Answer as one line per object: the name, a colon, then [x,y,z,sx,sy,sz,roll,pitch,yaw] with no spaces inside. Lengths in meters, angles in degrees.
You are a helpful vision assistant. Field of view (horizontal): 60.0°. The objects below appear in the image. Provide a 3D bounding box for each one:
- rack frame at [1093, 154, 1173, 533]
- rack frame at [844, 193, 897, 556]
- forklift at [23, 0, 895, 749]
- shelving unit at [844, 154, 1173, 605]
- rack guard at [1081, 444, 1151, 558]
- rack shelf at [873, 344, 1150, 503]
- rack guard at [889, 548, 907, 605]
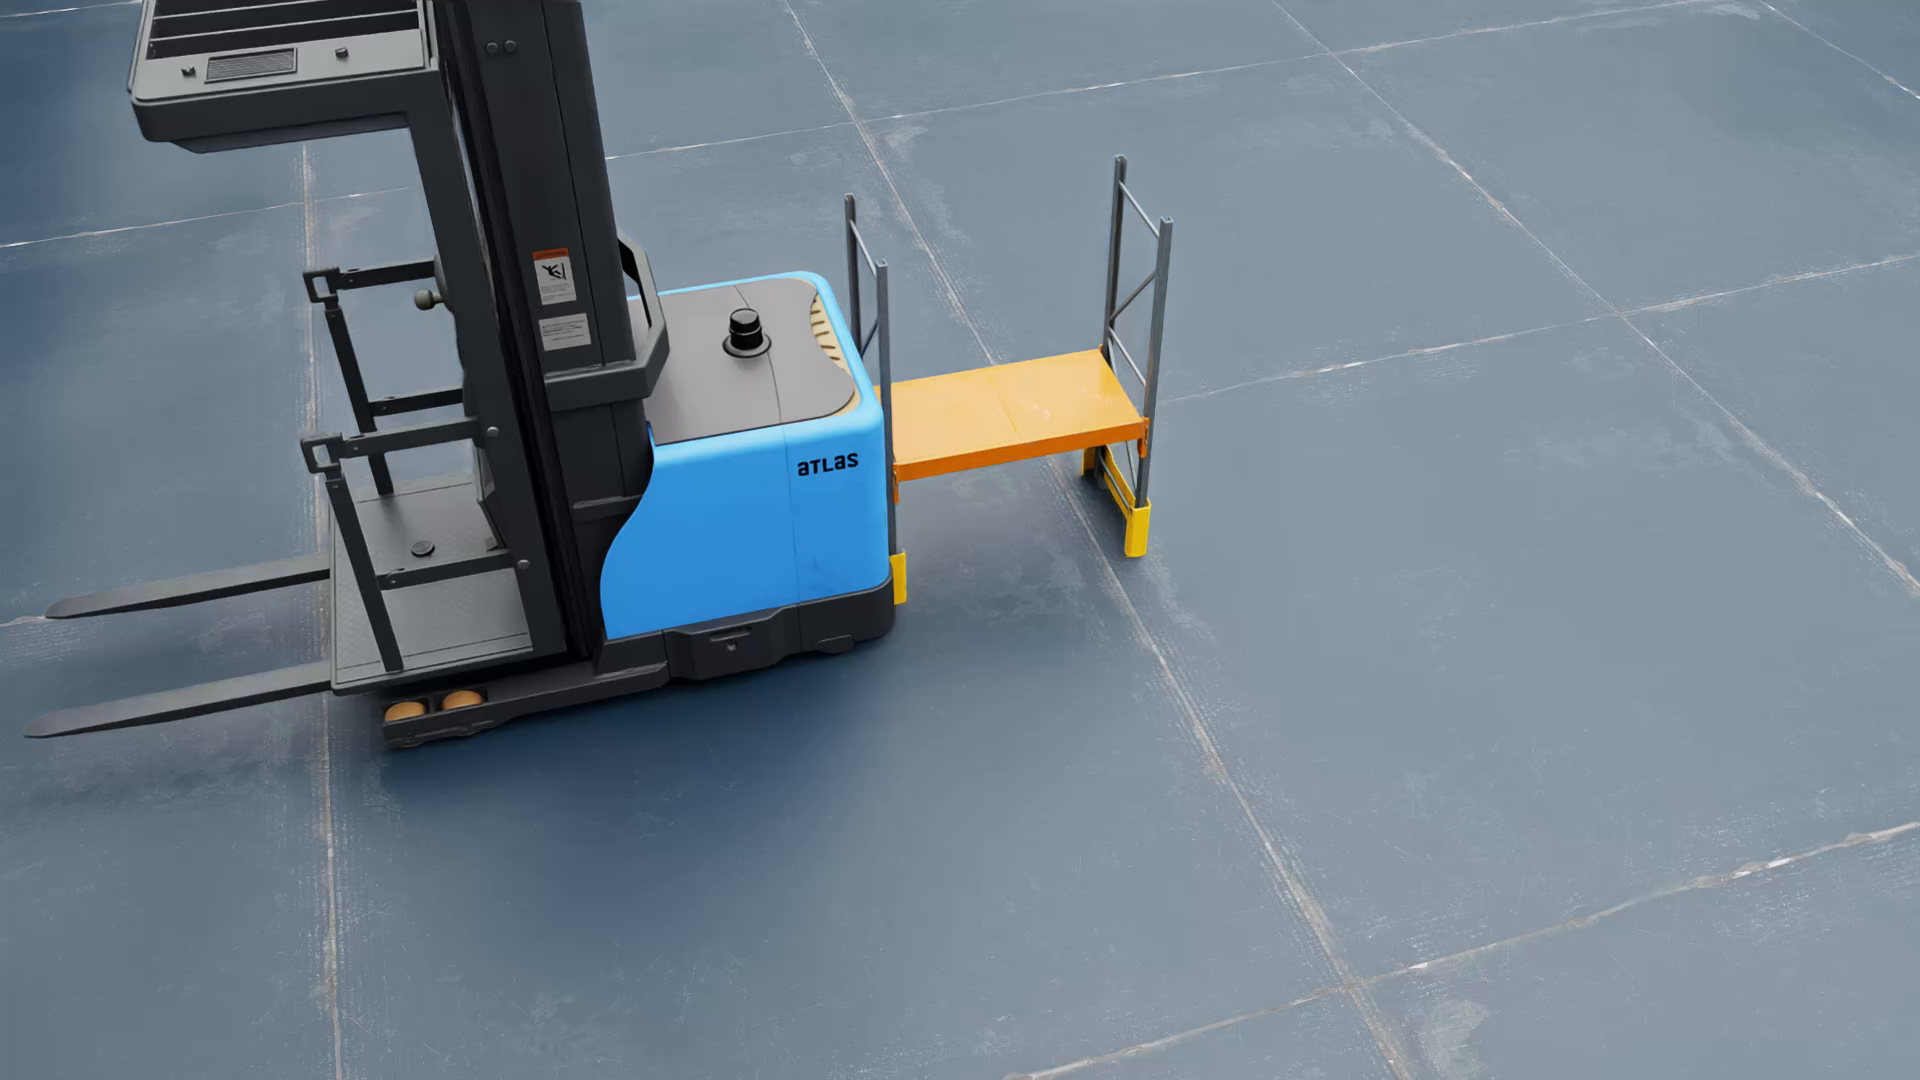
rack frame: [0.652,-0.687,6.396,0.032,1.500,0.500,-11,42,-12]
rack frame: [-0.325,-0.501,6.183,0.032,1.500,0.500,-11,42,-12]
forklift: [-1.822,-0.756,5.388,3.031,2.935,1.130,-11,42,-12]
shelving unit: [0.155,-0.592,6.288,1.083,1.500,0.587,-11,42,-12]
rack guard: [0.633,-0.213,6.803,0.087,0.250,0.587,-11,42,-12]
rack shelf: [0.163,-0.458,6.408,1.000,0.185,0.538,-11,42,-12]
rack guard: [-0.324,-0.030,6.595,0.087,0.250,0.587,-11,42,-12]
